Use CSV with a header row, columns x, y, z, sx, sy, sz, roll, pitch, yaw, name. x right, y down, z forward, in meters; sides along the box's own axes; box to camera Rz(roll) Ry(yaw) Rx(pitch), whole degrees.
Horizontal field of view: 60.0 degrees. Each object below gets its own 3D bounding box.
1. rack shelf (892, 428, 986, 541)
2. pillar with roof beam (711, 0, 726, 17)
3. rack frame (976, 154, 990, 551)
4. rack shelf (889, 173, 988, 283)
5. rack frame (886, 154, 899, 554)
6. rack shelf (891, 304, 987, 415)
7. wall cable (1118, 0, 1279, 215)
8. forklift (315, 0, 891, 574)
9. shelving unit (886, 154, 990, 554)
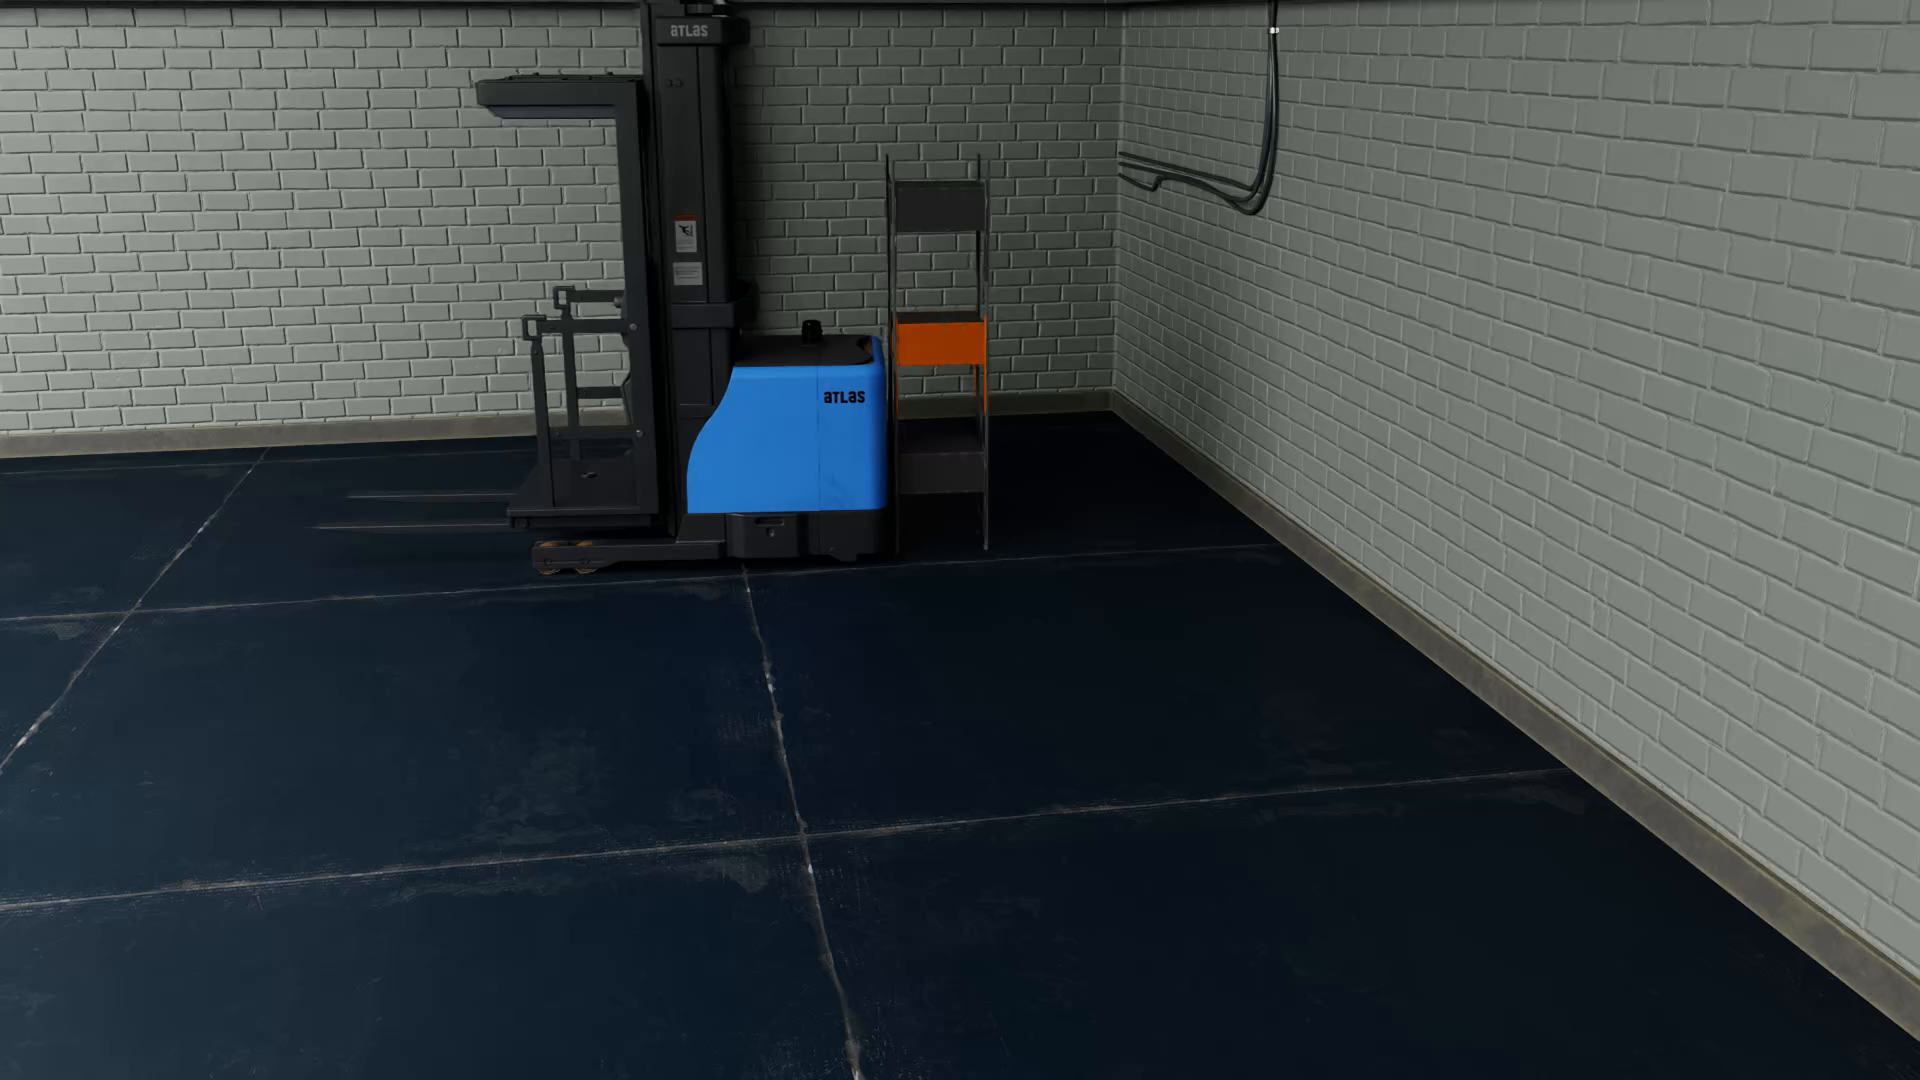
x,y,z,sx,sy,sz,roll,pitch,yaw,name
-0.121,-0.310,9.176,0.480,0.518,0.431,-2,17,-6,rack shelf
-0.940,-3.832,6.463,0.400,9.000,9.100,-3,17,-10,pillar with roof beam
0.122,-1.001,8.994,0.015,2.100,0.400,-2,17,-6,rack frame
-0.121,-1.648,8.765,0.480,0.518,0.431,-2,17,-6,rack shelf
-0.363,-0.984,8.938,0.015,2.100,0.400,-2,17,-6,rack frame
-0.121,-0.979,8.970,0.480,0.518,0.431,-2,17,-6,rack shelf
1.387,-3.372,10.252,0.112,2.526,3.097,-3,17,-10,wall cable
-1.913,-1.382,8.818,3.031,2.935,1.130,-1,17,-4,forklift
-0.121,-0.992,8.966,0.503,2.100,0.431,-2,17,-6,shelving unit
